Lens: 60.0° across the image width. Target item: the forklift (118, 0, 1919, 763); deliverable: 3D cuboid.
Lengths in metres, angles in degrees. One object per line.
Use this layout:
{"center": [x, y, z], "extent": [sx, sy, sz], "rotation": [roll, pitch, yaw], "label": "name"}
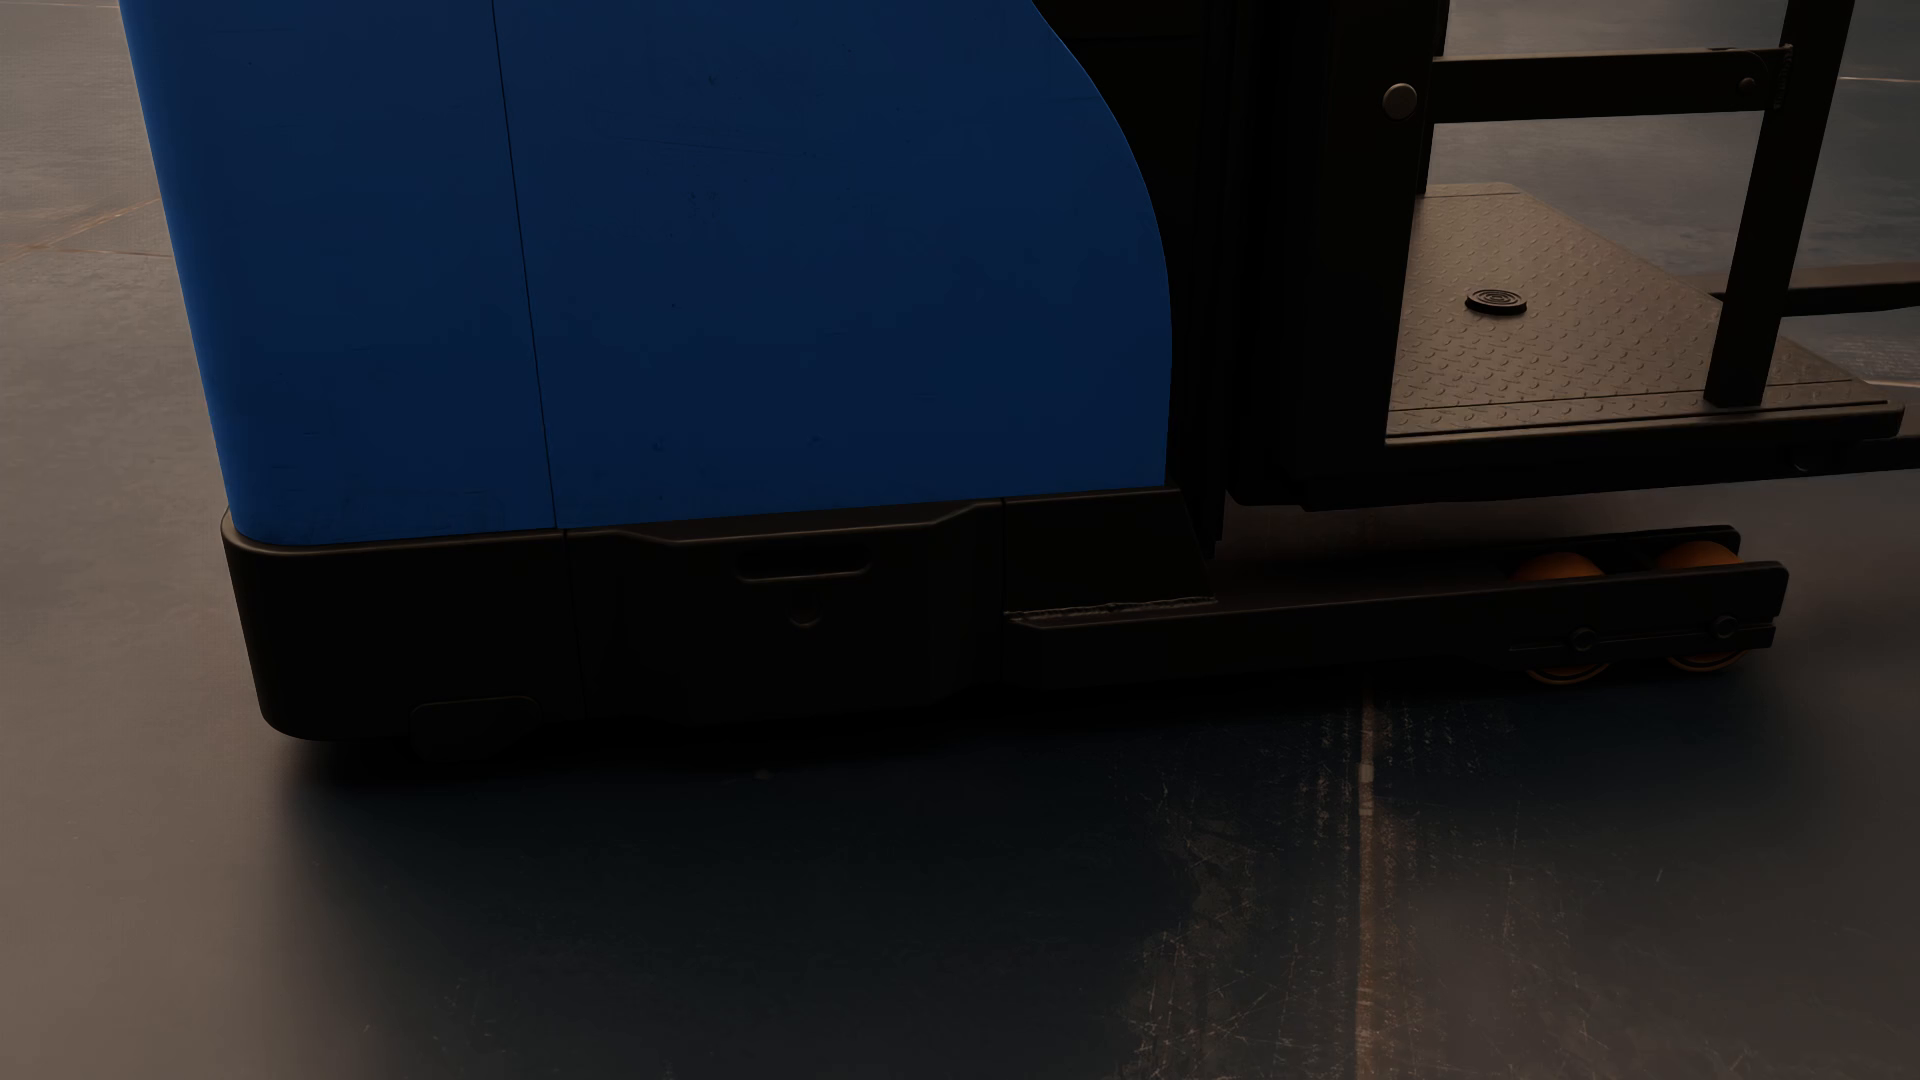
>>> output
{"center": [0.600, -1.354, 1.930], "extent": [3.031, 2.935, 1.130], "rotation": [-4, 27, -9], "label": "forklift"}
